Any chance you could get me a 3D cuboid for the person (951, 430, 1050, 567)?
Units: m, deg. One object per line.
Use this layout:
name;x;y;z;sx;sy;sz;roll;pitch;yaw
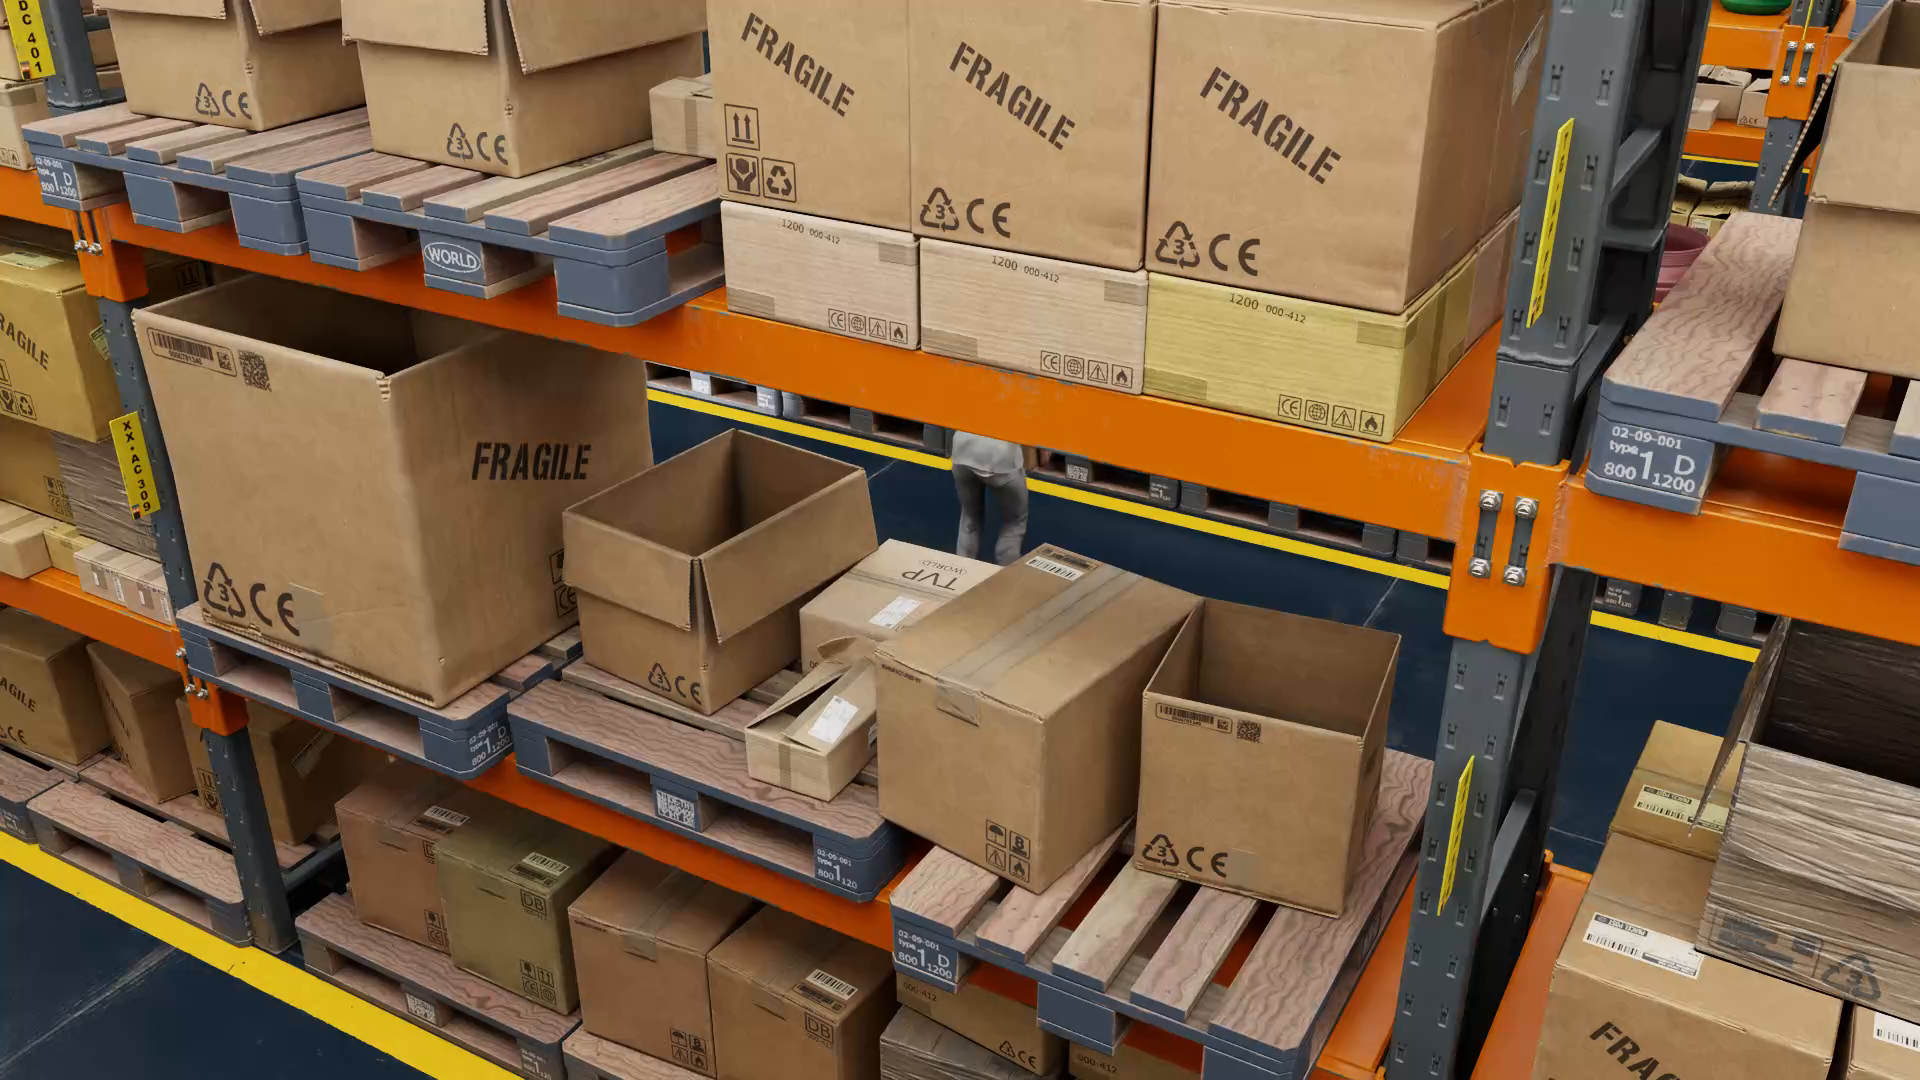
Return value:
person;0.184;-0.378;7.971;0.372;1.514;0.558;14;30;25
